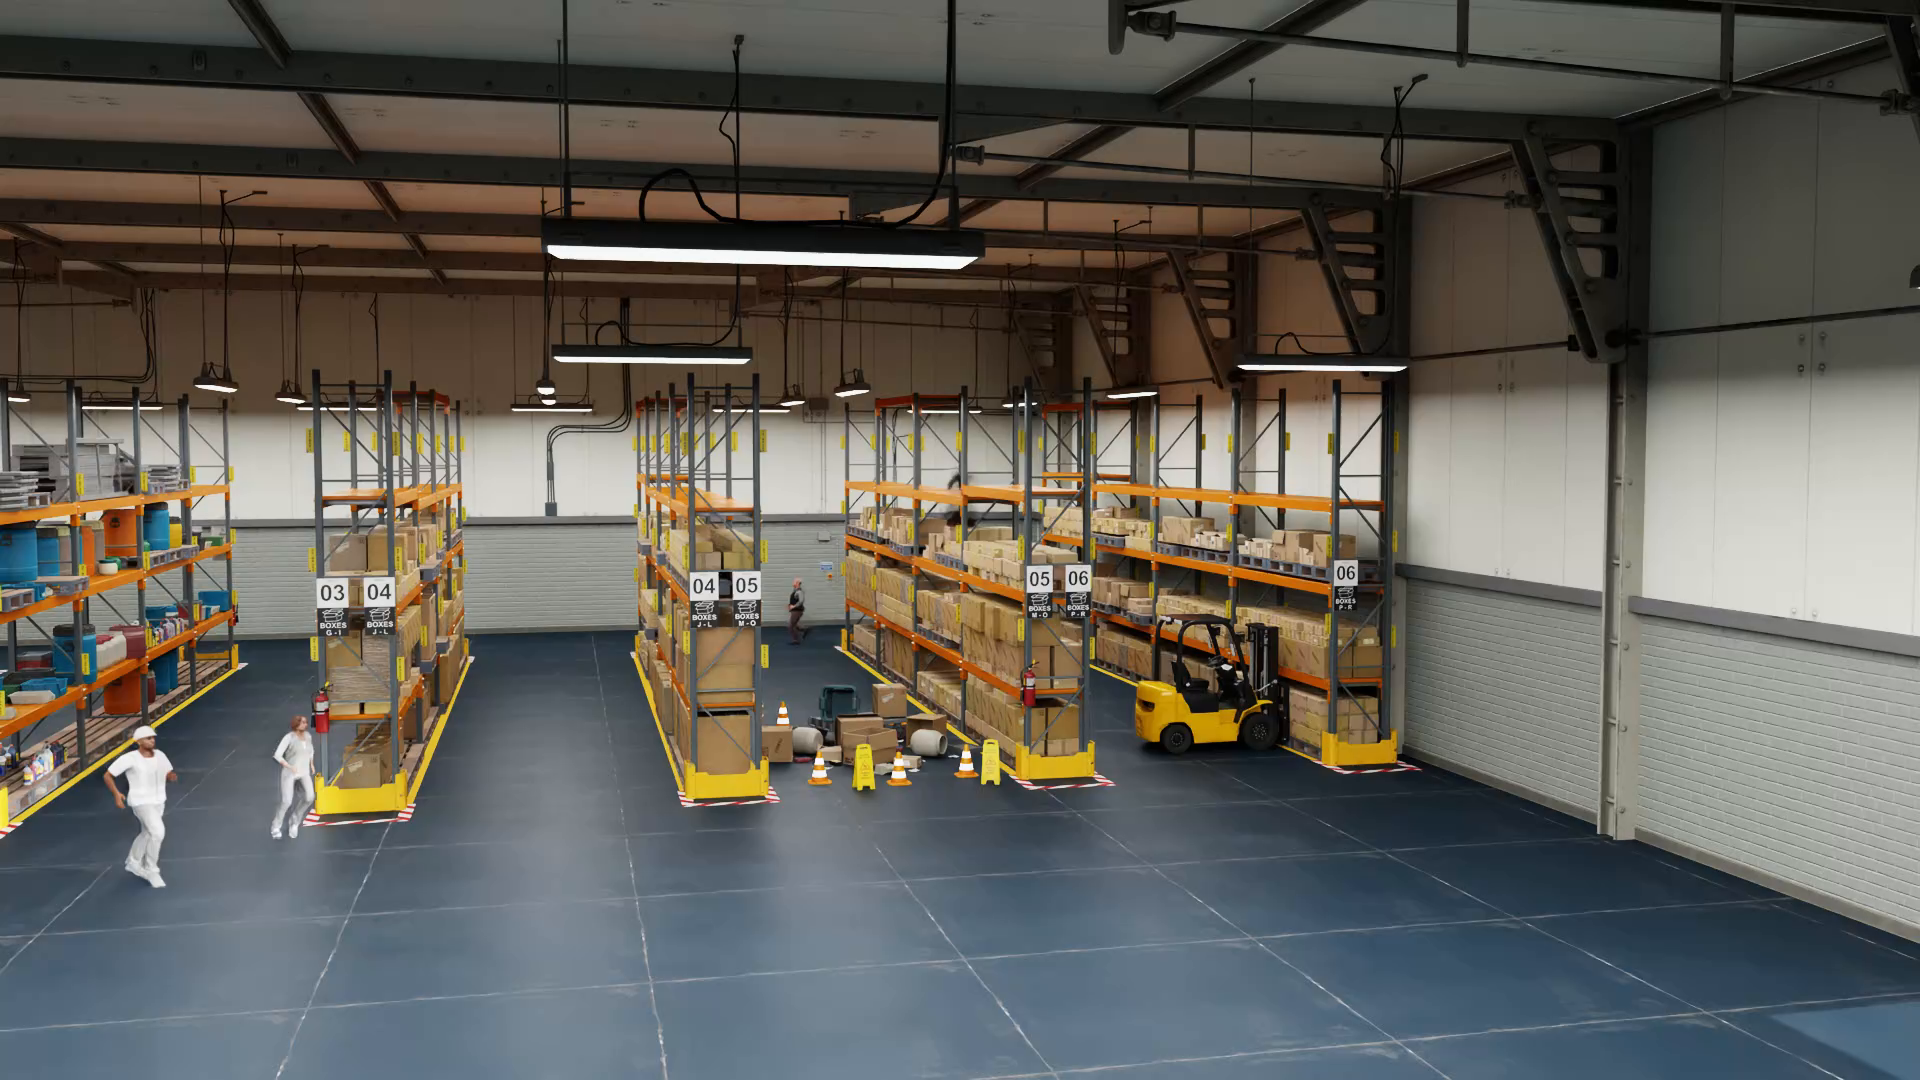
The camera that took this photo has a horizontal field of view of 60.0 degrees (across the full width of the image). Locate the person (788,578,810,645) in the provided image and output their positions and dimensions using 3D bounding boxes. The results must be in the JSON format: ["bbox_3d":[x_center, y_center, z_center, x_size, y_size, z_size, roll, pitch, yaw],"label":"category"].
[{"bbox_3d":[-4.016,1.785,41.421,0.596,1.686,0.661,-1,3,-14],"label":"person"}]

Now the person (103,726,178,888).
[{"bbox_3d":[-9.250,3.024,18.929,0.765,1.820,0.677,1,3,17],"label":"person"}]

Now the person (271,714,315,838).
[{"bbox_3d":[-8.431,2.997,21.166,0.575,1.555,0.603,3,4,38],"label":"person"}]
